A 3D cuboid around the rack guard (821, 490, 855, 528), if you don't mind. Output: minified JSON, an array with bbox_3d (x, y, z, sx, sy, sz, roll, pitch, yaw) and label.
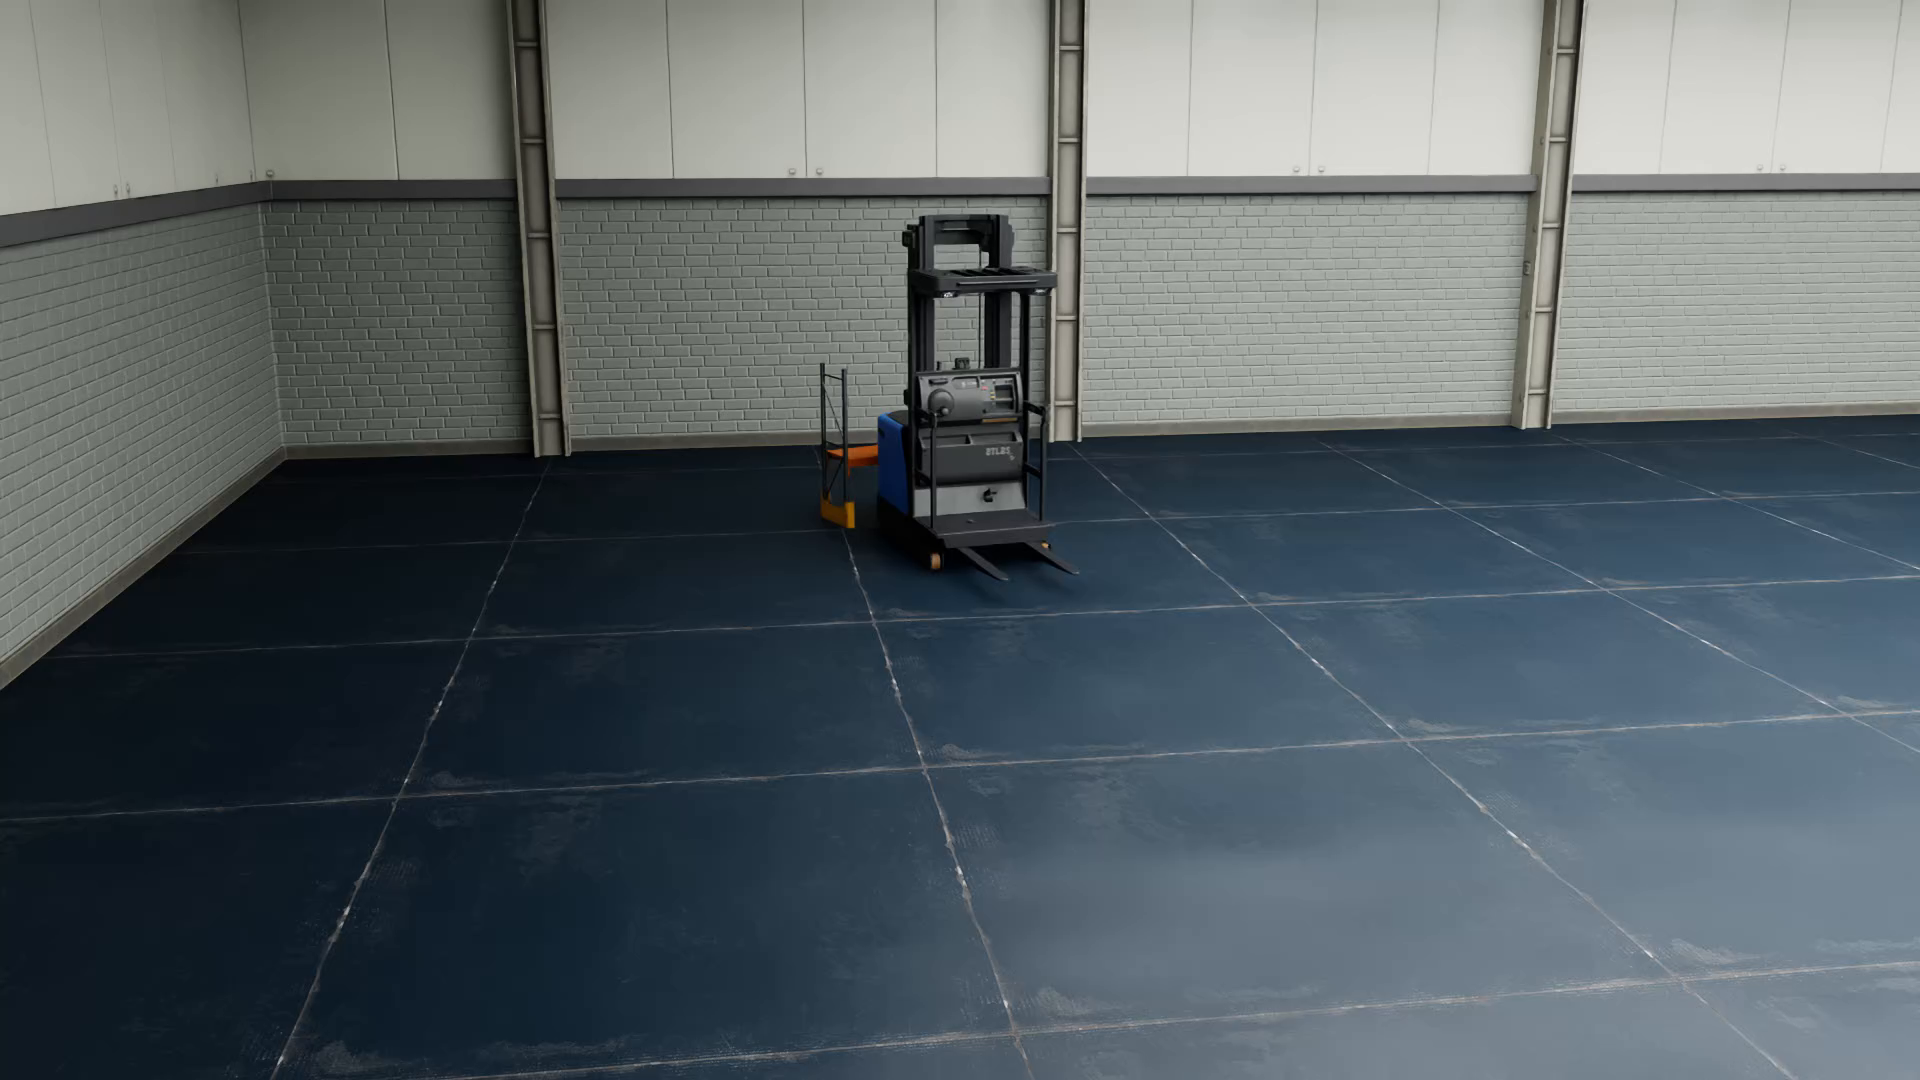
[{"bbox_3d":[-1.171,-0.297,15.892,0.087,0.250,0.587,-8,16,-30],"label":"rack guard"}]

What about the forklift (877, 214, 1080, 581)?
[{"bbox_3d":[0.162,-1.267,14.248,1.130,2.935,3.031,-5,15,-18],"label":"forklift"}]

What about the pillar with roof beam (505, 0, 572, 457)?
[{"bbox_3d":[-4.052,-4.322,13.954,0.400,9.000,9.100,-2,14,-8],"label":"pillar with roof beam"}]

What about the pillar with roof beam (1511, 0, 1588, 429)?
[{"bbox_3d":[7.814,-4.756,15.688,0.400,9.000,9.100,-2,14,-8],"label":"pillar with roof beam"}]

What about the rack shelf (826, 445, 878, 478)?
[{"bbox_3d":[-0.750,-0.790,16.026,1.000,0.185,0.538,-8,16,-30],"label":"rack shelf"}]

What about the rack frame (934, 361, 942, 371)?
[{"bbox_3d":[-0.314,-1.027,16.235,0.032,1.500,0.500,-8,16,-30],"label":"rack frame"}]

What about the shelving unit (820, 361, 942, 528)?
[{"bbox_3d":[-0.743,-0.965,15.987,1.083,1.500,0.587,-8,16,-30],"label":"shelving unit"}]

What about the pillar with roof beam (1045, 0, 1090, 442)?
[{"bbox_3d":[1.881,-4.539,14.821,0.400,9.000,9.100,-2,14,-8],"label":"pillar with roof beam"}]

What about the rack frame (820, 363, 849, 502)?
[{"bbox_3d":[-1.187,-0.901,15.730,0.032,1.500,0.500,-8,16,-30],"label":"rack frame"}]
